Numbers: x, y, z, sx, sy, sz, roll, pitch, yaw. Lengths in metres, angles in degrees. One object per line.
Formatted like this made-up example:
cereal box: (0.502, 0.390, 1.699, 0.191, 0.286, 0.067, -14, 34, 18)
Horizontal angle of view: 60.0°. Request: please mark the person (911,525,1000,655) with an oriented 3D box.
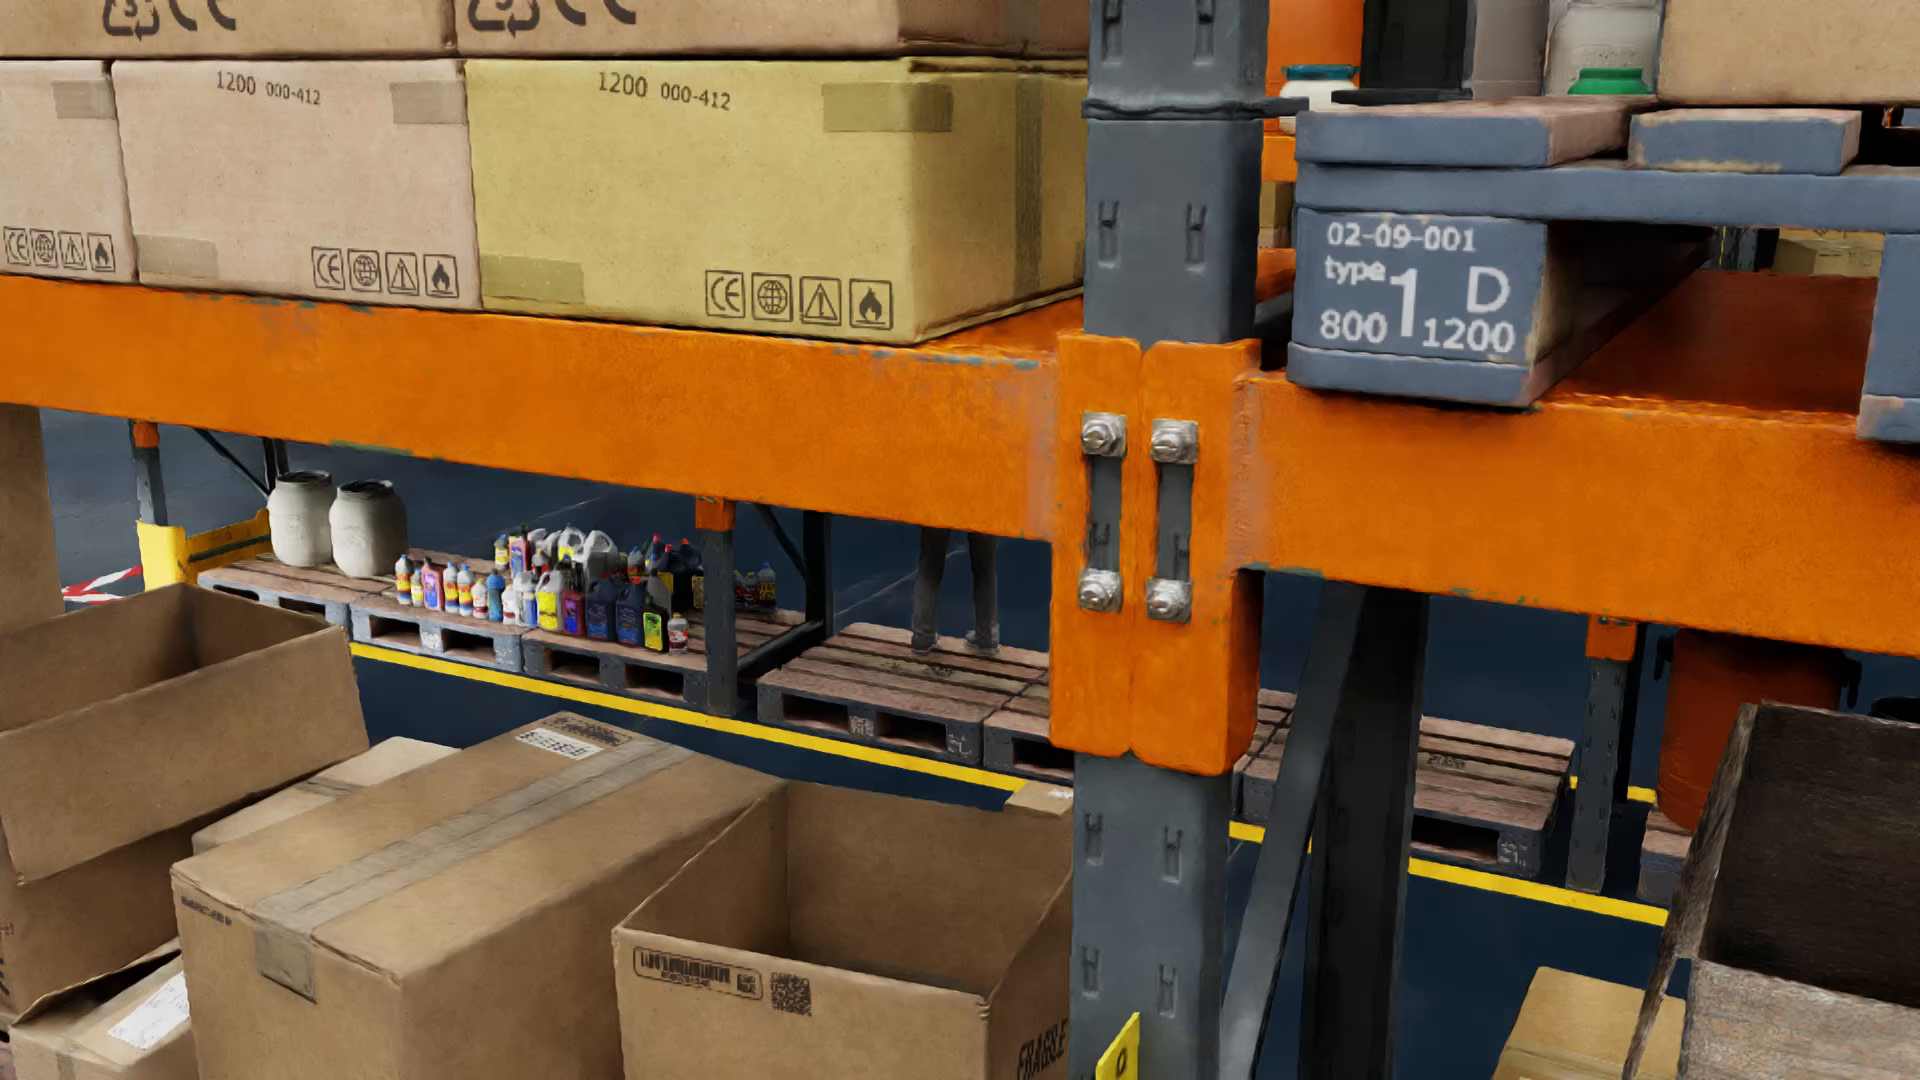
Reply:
person: (-0.016, -0.252, 8.224, 0.493, 1.689, 0.362, 4, 16, 13)
